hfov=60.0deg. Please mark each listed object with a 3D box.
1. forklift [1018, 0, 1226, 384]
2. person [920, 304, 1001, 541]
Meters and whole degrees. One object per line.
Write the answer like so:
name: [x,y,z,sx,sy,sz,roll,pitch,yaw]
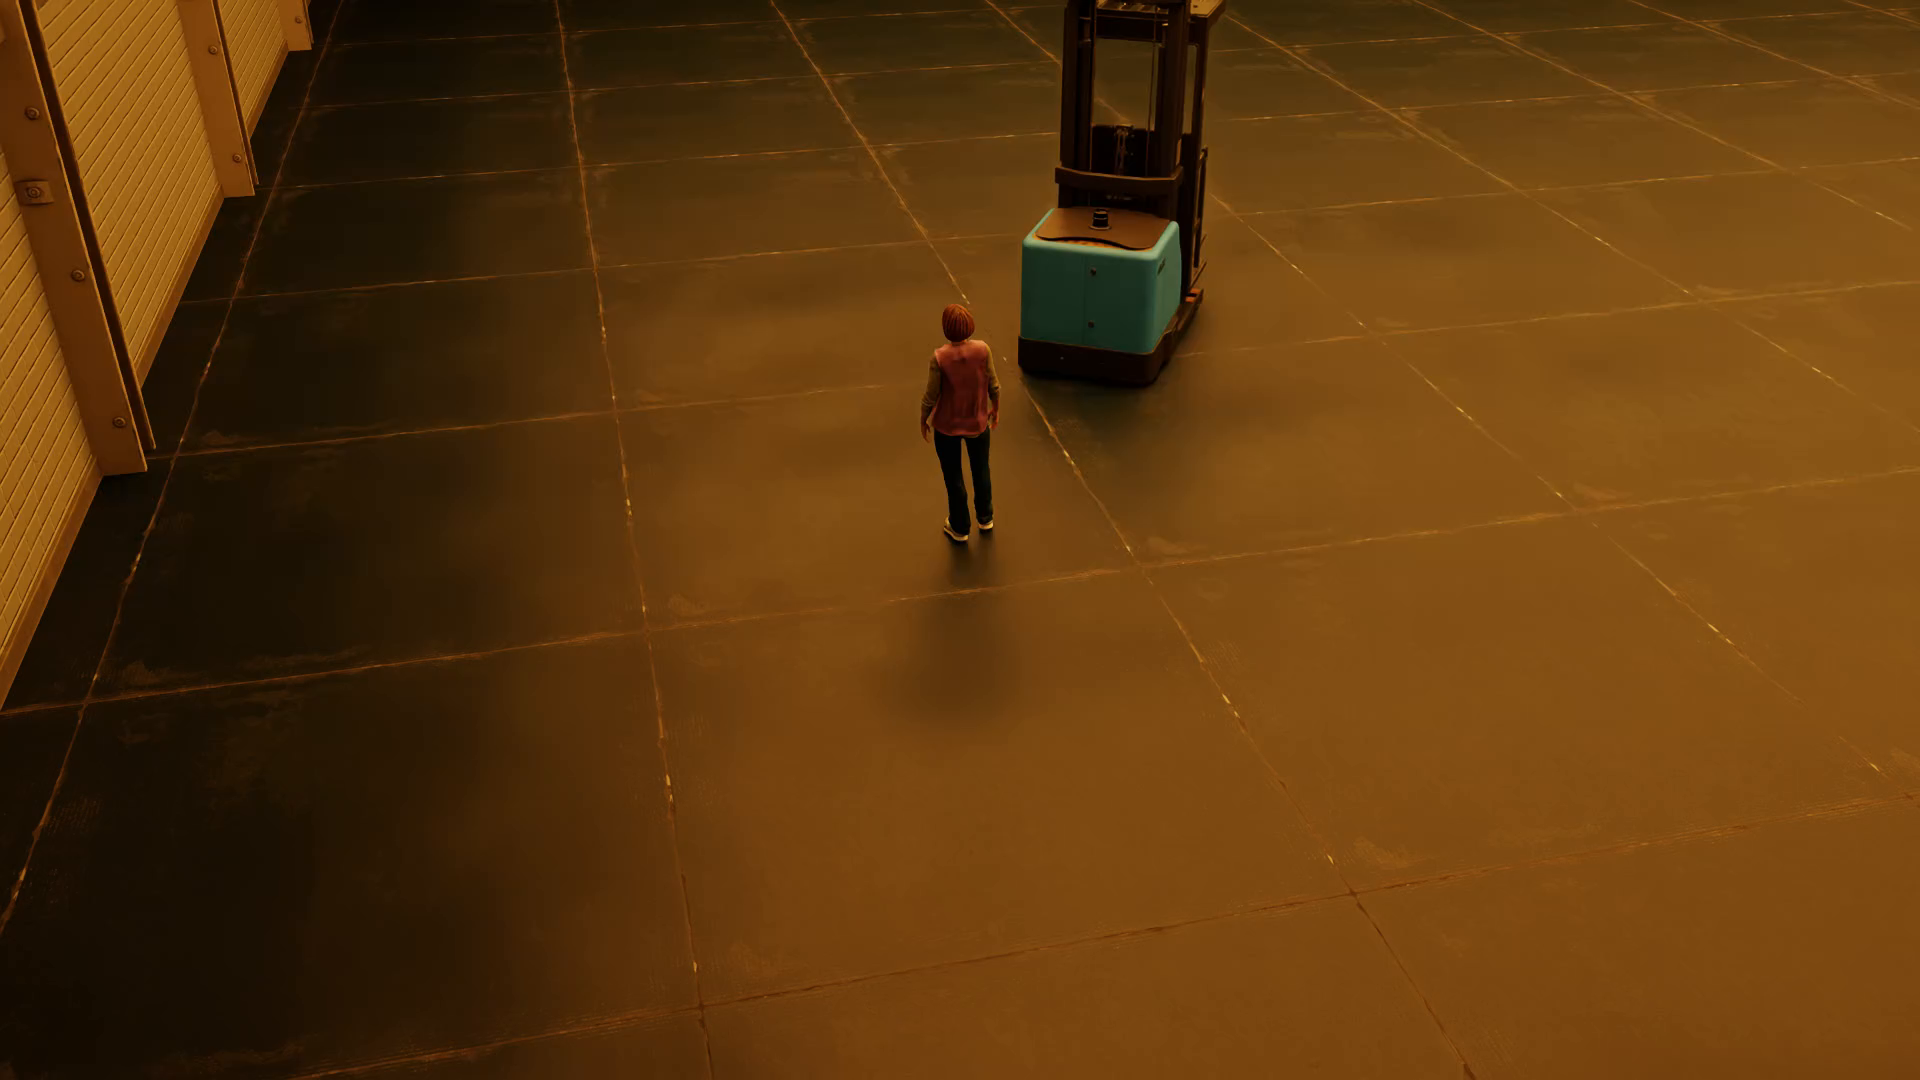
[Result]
forklift: [1.389,-3.155,13.024,1.130,2.935,3.031,9,31,16]
person: [-0.003,-0.735,10.161,0.520,1.597,0.476,-7,31,-12]
